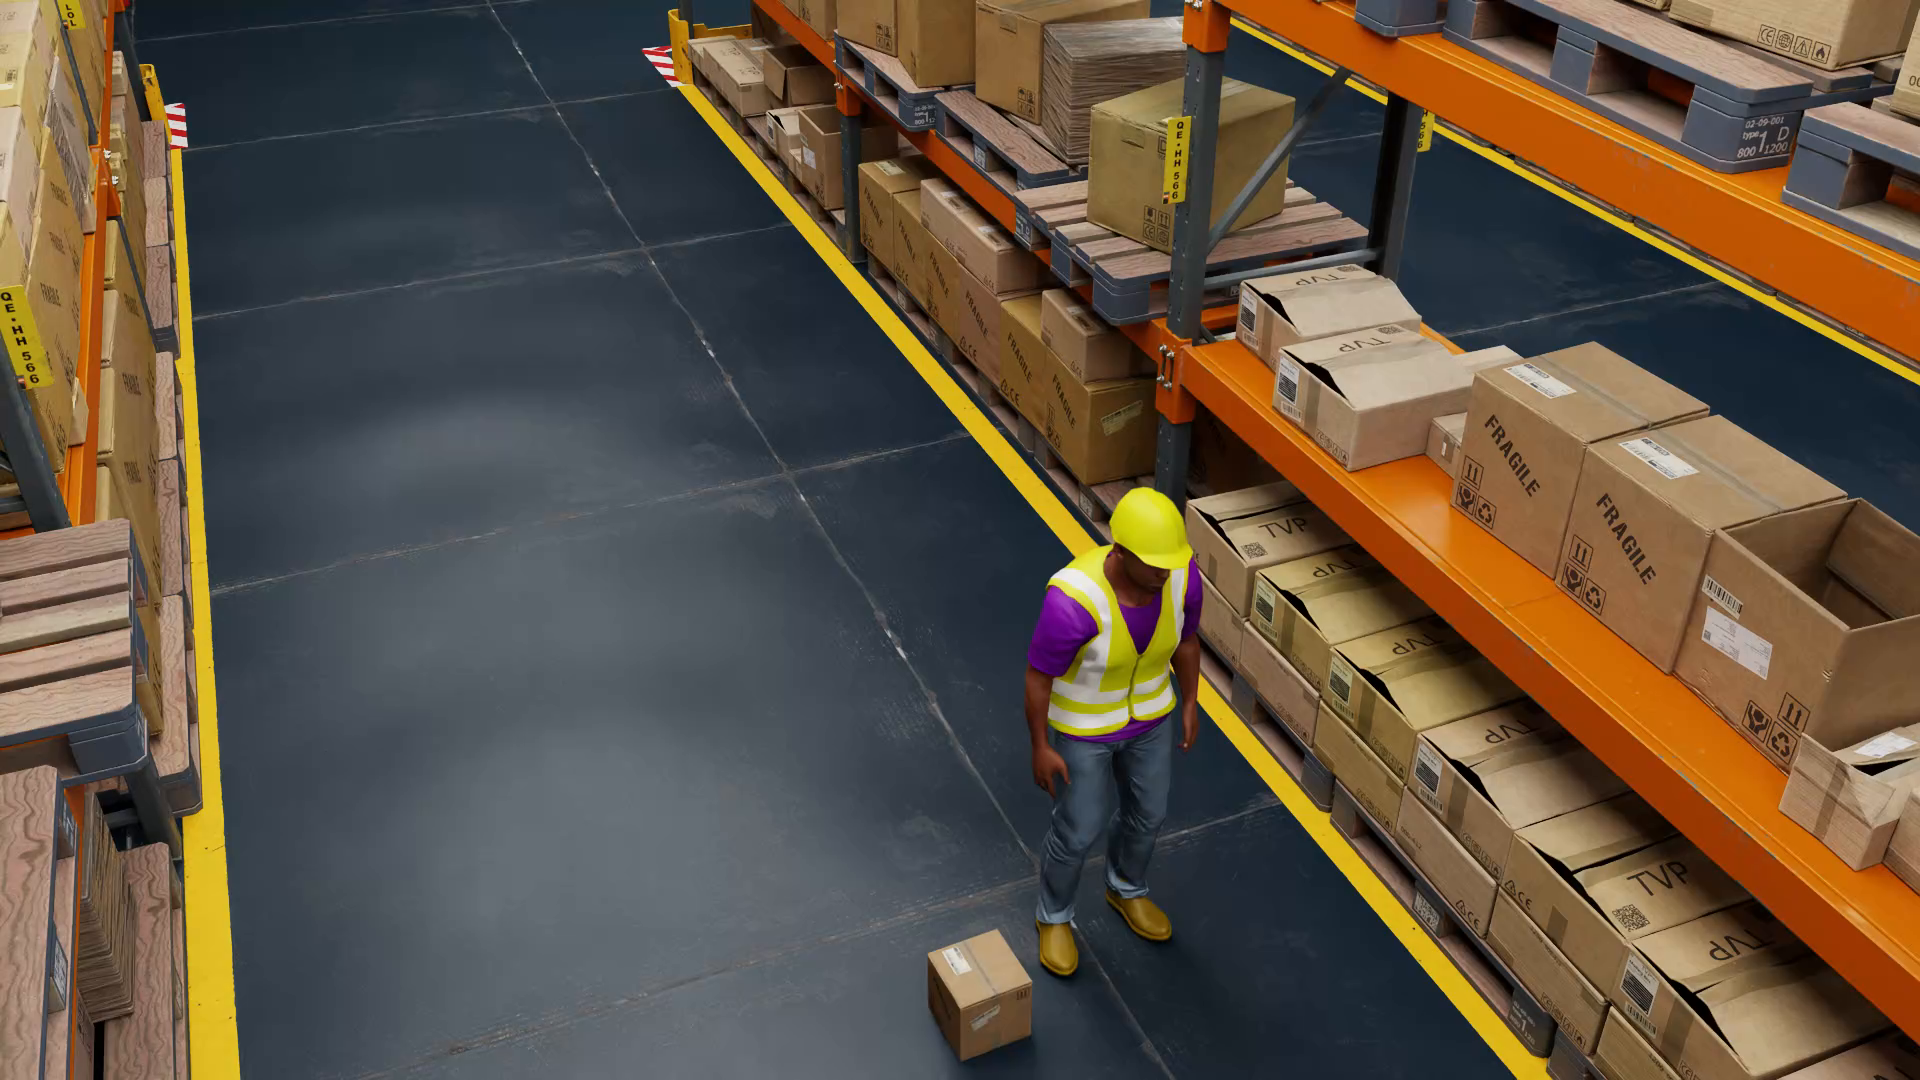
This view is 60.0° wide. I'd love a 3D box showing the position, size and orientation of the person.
[{"bbox_3d":[0.496,0.581,5.240,0.618,1.760,0.460,-14,36,-21],"label":"person"}]
